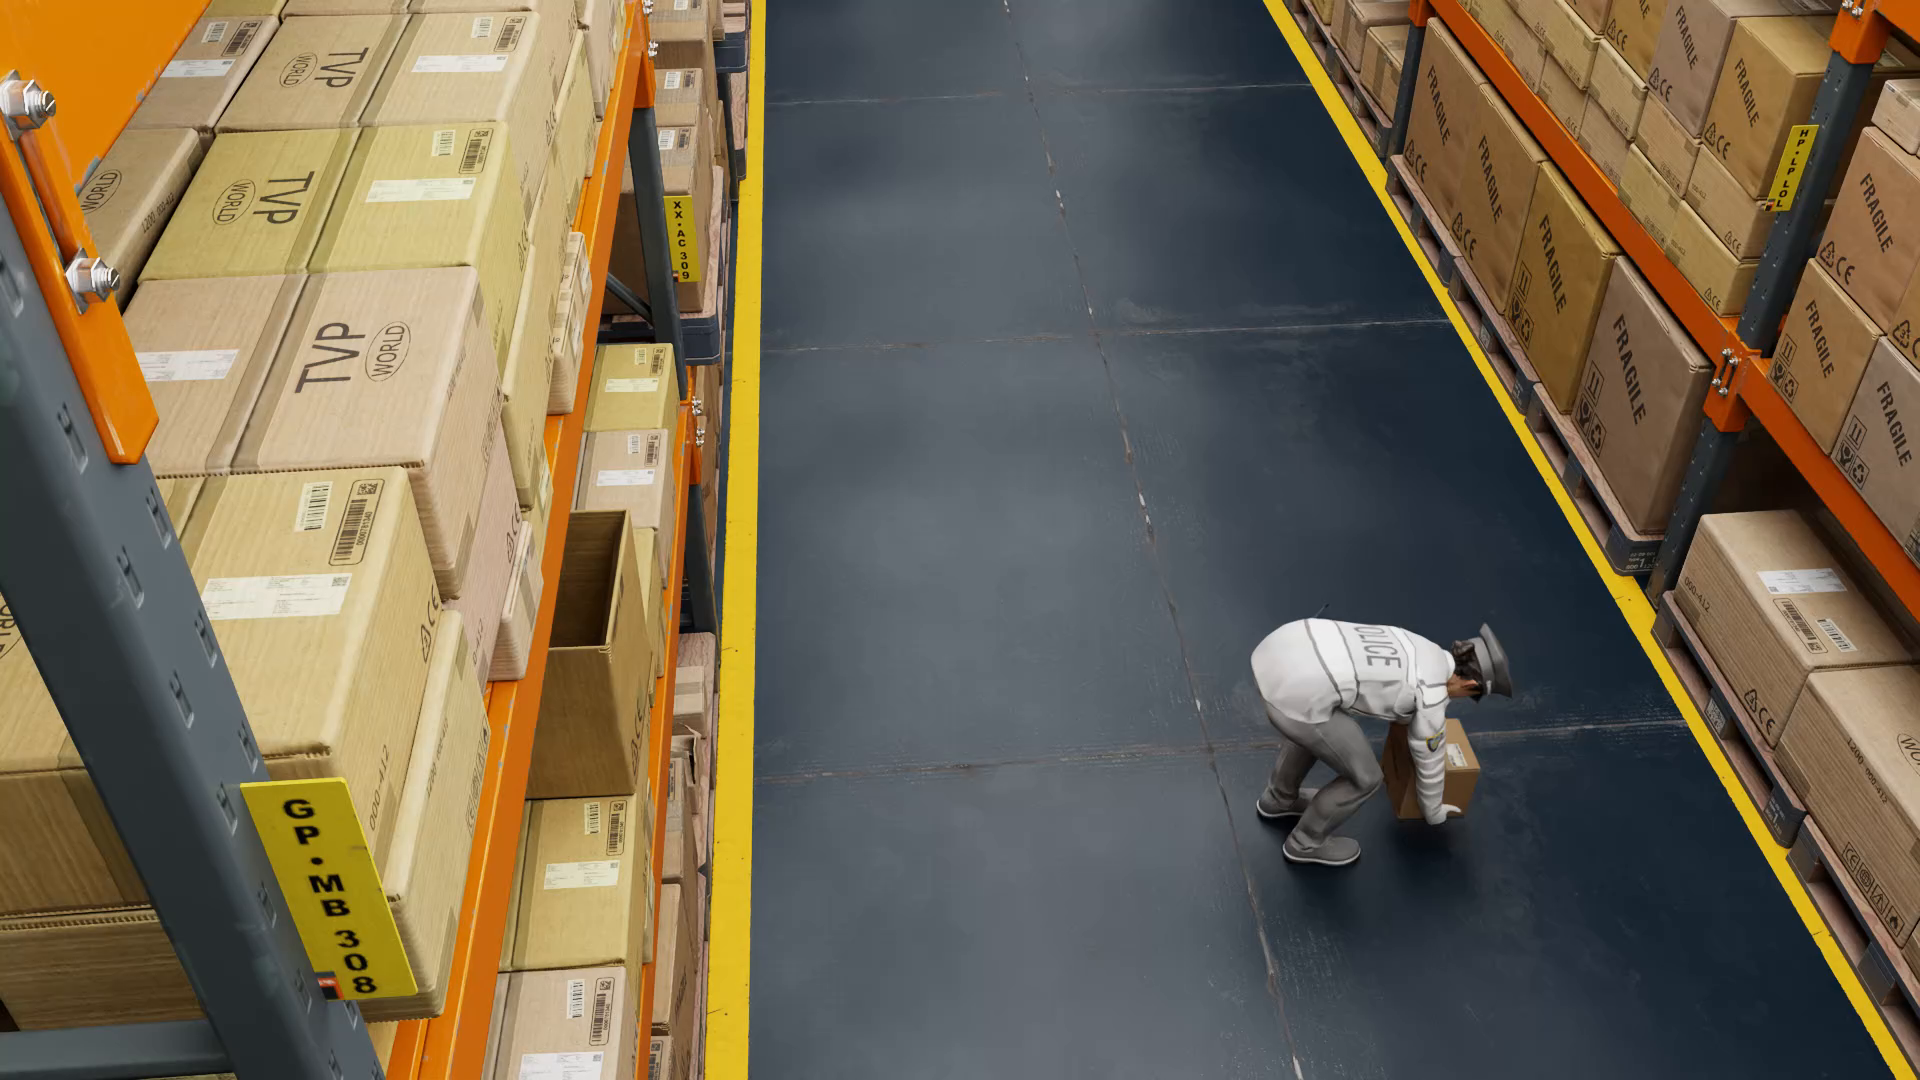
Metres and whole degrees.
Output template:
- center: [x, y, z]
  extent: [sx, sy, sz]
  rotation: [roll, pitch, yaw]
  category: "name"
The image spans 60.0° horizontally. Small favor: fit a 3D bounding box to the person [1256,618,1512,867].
- center: [1.510, 0.681, 5.856]
  extent: [0.782, 0.990, 0.378]
  rotation: [-5, 40, -6]
  category: "person"
